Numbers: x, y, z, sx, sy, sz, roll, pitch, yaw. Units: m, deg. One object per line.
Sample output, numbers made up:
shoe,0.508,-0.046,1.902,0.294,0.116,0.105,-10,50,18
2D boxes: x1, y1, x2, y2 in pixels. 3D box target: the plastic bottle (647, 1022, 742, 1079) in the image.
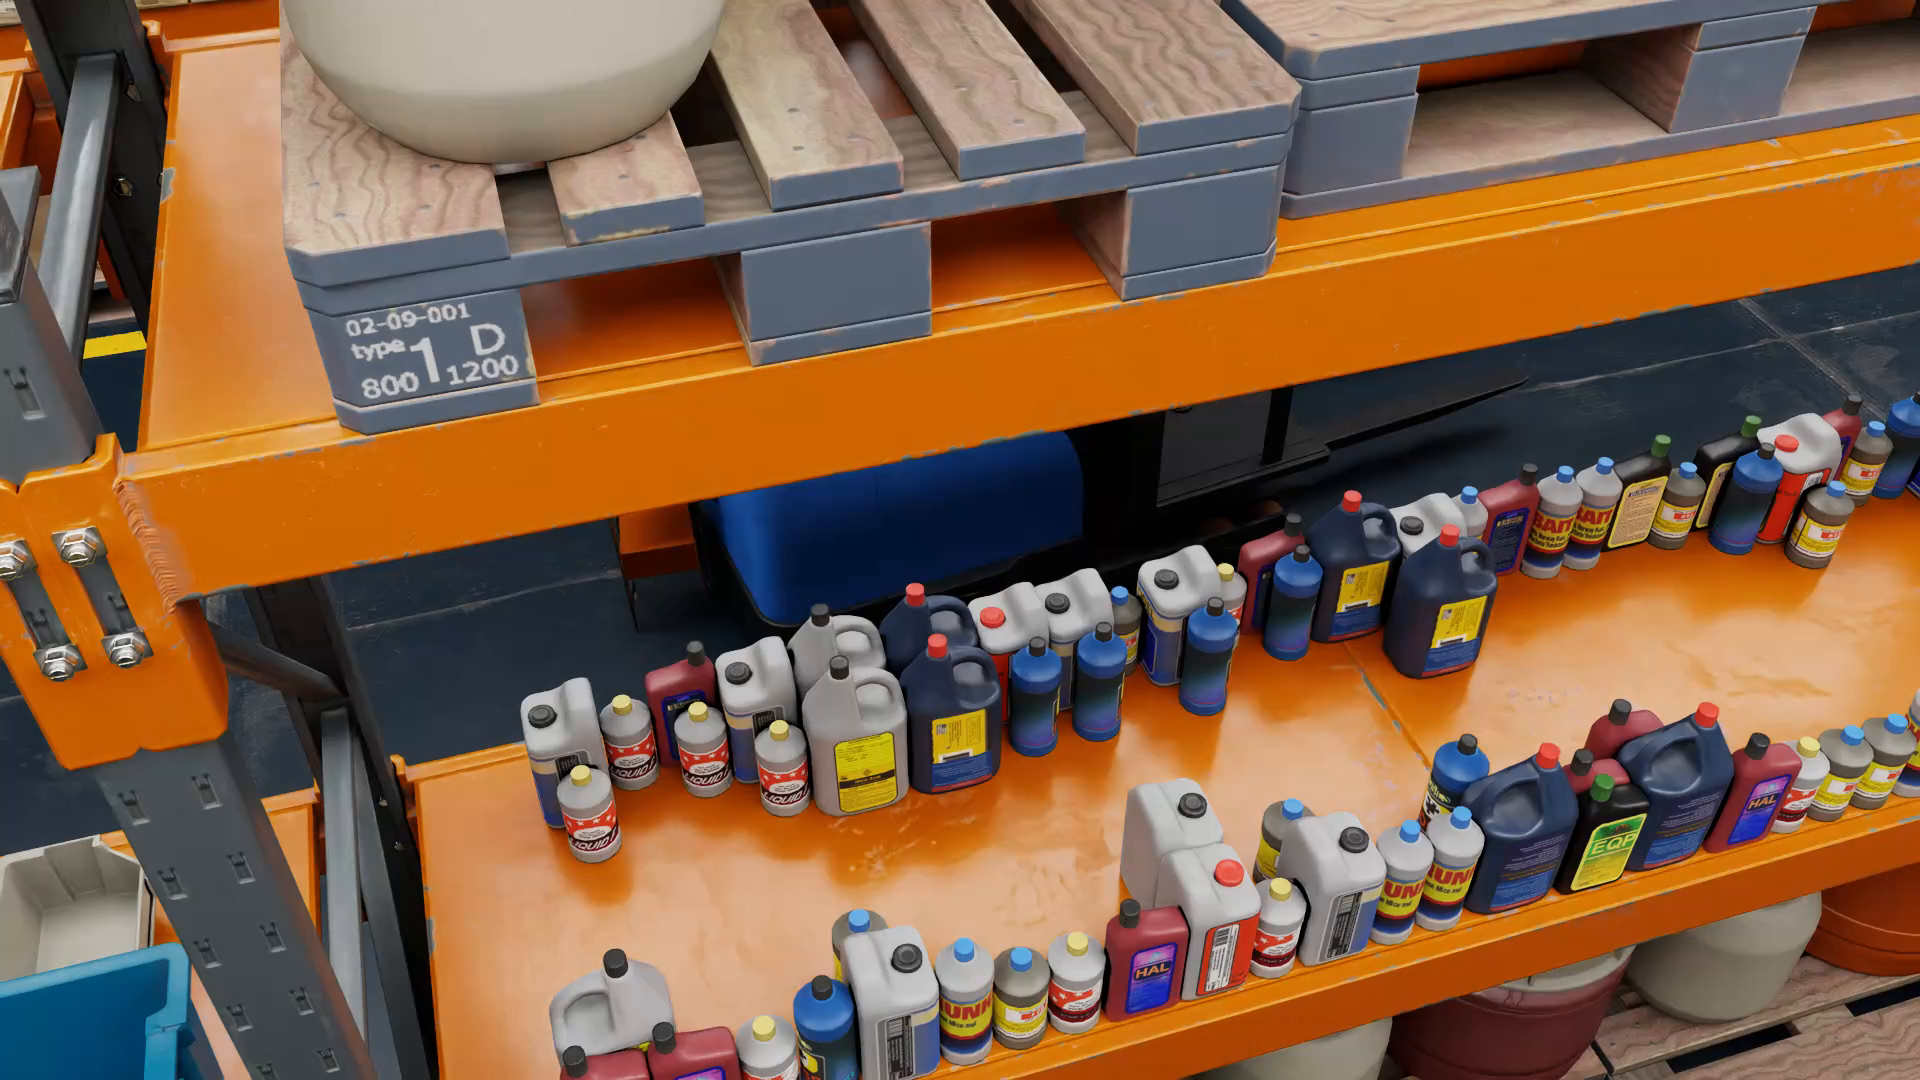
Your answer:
plastic bottle,-0.412,0.838,2.600,0.133,0.283,0.061,-12,42,-13

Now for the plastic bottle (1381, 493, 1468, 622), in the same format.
plastic bottle,0.966,0.038,3.521,0.135,0.276,0.152,-12,42,-13

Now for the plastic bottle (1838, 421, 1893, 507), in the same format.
plastic bottle,2.077,-0.183,3.831,0.097,0.201,0.097,0,41,0

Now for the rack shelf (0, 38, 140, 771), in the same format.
rack shelf,-2.925,0.161,1.552,4.000,0.370,1.077,-12,42,-13

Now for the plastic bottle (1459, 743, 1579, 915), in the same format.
plastic bottle,0.983,0.495,2.941,0.185,0.351,0.144,-12,42,-13

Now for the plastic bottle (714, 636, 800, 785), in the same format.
plastic bottle,-0.390,0.319,3.200,0.135,0.276,0.152,-12,42,-13

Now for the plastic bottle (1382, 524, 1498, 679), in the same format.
plastic bottle,0.986,0.108,3.385,0.185,0.351,0.144,-12,42,-13

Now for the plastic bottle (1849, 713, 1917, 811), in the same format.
plastic bottle,1.741,0.410,3.152,0.097,0.201,0.097,0,41,0

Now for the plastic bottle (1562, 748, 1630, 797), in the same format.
plastic bottle,1.129,0.476,3.013,0.133,0.283,0.061,-12,42,-13

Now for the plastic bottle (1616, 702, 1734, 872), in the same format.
plastic bottle,1.286,0.432,3.013,0.185,0.351,0.144,-12,42,-13

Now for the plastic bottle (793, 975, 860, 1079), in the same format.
plastic bottle,-0.214,0.789,2.665,0.097,0.271,0.097,0,41,0

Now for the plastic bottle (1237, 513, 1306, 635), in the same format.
plastic bottle,0.648,0.069,3.479,0.133,0.283,0.061,-12,42,-13

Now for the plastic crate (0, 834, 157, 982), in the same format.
plastic crate,-1.504,0.704,2.819,0.243,0.136,0.396,-12,42,-13

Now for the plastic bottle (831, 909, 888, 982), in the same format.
plastic bottle,-0.167,0.700,2.820,0.097,0.201,0.097,0,41,0

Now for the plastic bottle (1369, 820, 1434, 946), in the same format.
plastic bottle,0.762,0.586,2.897,0.097,0.271,0.097,0,41,0

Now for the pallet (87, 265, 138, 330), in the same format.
pallet,-3.254,-1.332,7.114,1.213,0.211,1.003,-12,42,-13

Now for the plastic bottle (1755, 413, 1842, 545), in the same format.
plastic bottle,1.847,-0.145,3.730,0.135,0.276,0.152,-12,42,-13

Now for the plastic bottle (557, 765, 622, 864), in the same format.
plastic bottle,-0.683,0.493,3.056,0.097,0.201,0.097,0,41,0

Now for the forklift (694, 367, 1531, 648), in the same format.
forklift,0.584,-1.317,5.030,3.031,2.935,1.130,-17,44,-18

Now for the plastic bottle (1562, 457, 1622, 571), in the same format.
plastic bottle,1.381,-0.065,3.643,0.097,0.271,0.097,0,41,0

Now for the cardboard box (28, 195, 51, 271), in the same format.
cardboard box,-4.017,-1.583,6.578,0.875,0.875,0.875,-12,42,-13

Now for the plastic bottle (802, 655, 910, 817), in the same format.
plastic bottle,-0.195,0.347,3.111,0.185,0.351,0.144,-12,42,-13

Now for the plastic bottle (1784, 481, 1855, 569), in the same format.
plastic bottle,1.902,-0.042,3.669,0.097,0.201,0.097,0,41,0

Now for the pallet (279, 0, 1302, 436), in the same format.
pallet,-0.299,-0.650,2.078,1.003,0.211,1.213,-12,42,-13

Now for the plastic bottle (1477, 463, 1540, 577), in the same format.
plastic bottle,1.173,-0.039,3.604,0.133,0.283,0.061,-12,42,-13

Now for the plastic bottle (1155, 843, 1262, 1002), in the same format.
plastic bottle,0.422,0.636,2.836,0.135,0.276,0.152,-12,42,-13

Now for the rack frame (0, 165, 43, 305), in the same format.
rack frame,-1.017,-1.634,0.781,0.127,3.000,1.000,-12,42,-13

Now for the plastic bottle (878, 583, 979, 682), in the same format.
plastic bottle,-0.062,0.220,3.256,0.185,0.351,0.144,-12,42,-13

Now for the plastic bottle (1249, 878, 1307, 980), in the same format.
plastic bottle,0.541,0.658,2.867,0.097,0.201,0.097,0,41,0

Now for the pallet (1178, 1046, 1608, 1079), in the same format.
pallet,0.897,1.305,4.096,1.213,0.211,1.003,-12,42,-13

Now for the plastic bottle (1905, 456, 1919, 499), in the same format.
plastic bottle,2.288,-0.236,3.835,0.135,0.276,0.152,-12,42,-13

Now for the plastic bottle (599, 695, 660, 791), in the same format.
plastic bottle,-0.636,0.379,3.188,0.097,0.201,0.097,0,41,0

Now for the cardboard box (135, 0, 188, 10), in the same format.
cardboard box,-2.943,-2.072,6.032,0.250,0.149,0.380,-11,42,-12

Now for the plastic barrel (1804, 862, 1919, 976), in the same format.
plastic barrel,2.337,0.601,4.113,0.708,0.830,0.600,-12,42,-13

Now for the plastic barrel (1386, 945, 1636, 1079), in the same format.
plastic barrel,1.260,0.915,3.937,0.708,0.588,0.600,-12,42,-13

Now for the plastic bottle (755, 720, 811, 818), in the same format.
plastic bottle,-0.335,0.421,3.139,0.097,0.201,0.097,0,41,0

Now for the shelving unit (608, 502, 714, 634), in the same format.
shelving unit,-0.970,-0.171,5.138,0.252,1.050,0.215,-9,42,-6

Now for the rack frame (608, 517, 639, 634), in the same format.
rack frame,-1.090,-0.151,5.125,0.008,1.050,0.200,-9,42,-6

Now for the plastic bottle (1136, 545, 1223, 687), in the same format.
plastic bottle,0.441,0.146,3.397,0.135,0.276,0.152,-12,42,-13

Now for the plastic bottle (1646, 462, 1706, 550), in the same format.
plastic bottle,1.601,-0.085,3.718,0.097,0.201,0.097,0,41,0

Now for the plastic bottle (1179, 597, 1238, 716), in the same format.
plastic bottle,0.496,0.223,3.313,0.097,0.271,0.097,0,41,0

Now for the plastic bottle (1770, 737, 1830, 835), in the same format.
plastic bottle,1.555,0.448,3.108,0.097,0.201,0.097,0,41,0

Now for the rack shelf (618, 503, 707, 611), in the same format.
rack shelf,-0.956,0.044,5.330,0.240,0.259,0.215,-9,42,-6

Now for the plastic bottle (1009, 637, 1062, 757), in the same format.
plastic bottle,0.146,0.295,3.230,0.097,0.271,0.097,0,41,0

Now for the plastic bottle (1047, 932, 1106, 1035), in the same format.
plastic bottle,0.192,0.731,2.785,0.097,0.201,0.097,0,41,0

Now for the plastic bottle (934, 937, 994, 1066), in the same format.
plastic bottle,0.007,0.743,2.718,0.097,0.271,0.097,0,41,0

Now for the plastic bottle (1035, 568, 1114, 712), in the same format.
plastic bottle,0.220,0.192,3.344,0.135,0.276,0.152,-12,42,-13

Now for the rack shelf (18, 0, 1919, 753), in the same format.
rack shelf,0.891,-0.629,2.457,4.000,0.370,1.077,-12,42,-13

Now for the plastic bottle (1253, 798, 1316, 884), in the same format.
plastic bottle,0.588,0.544,2.999,0.097,0.201,0.097,0,41,0
